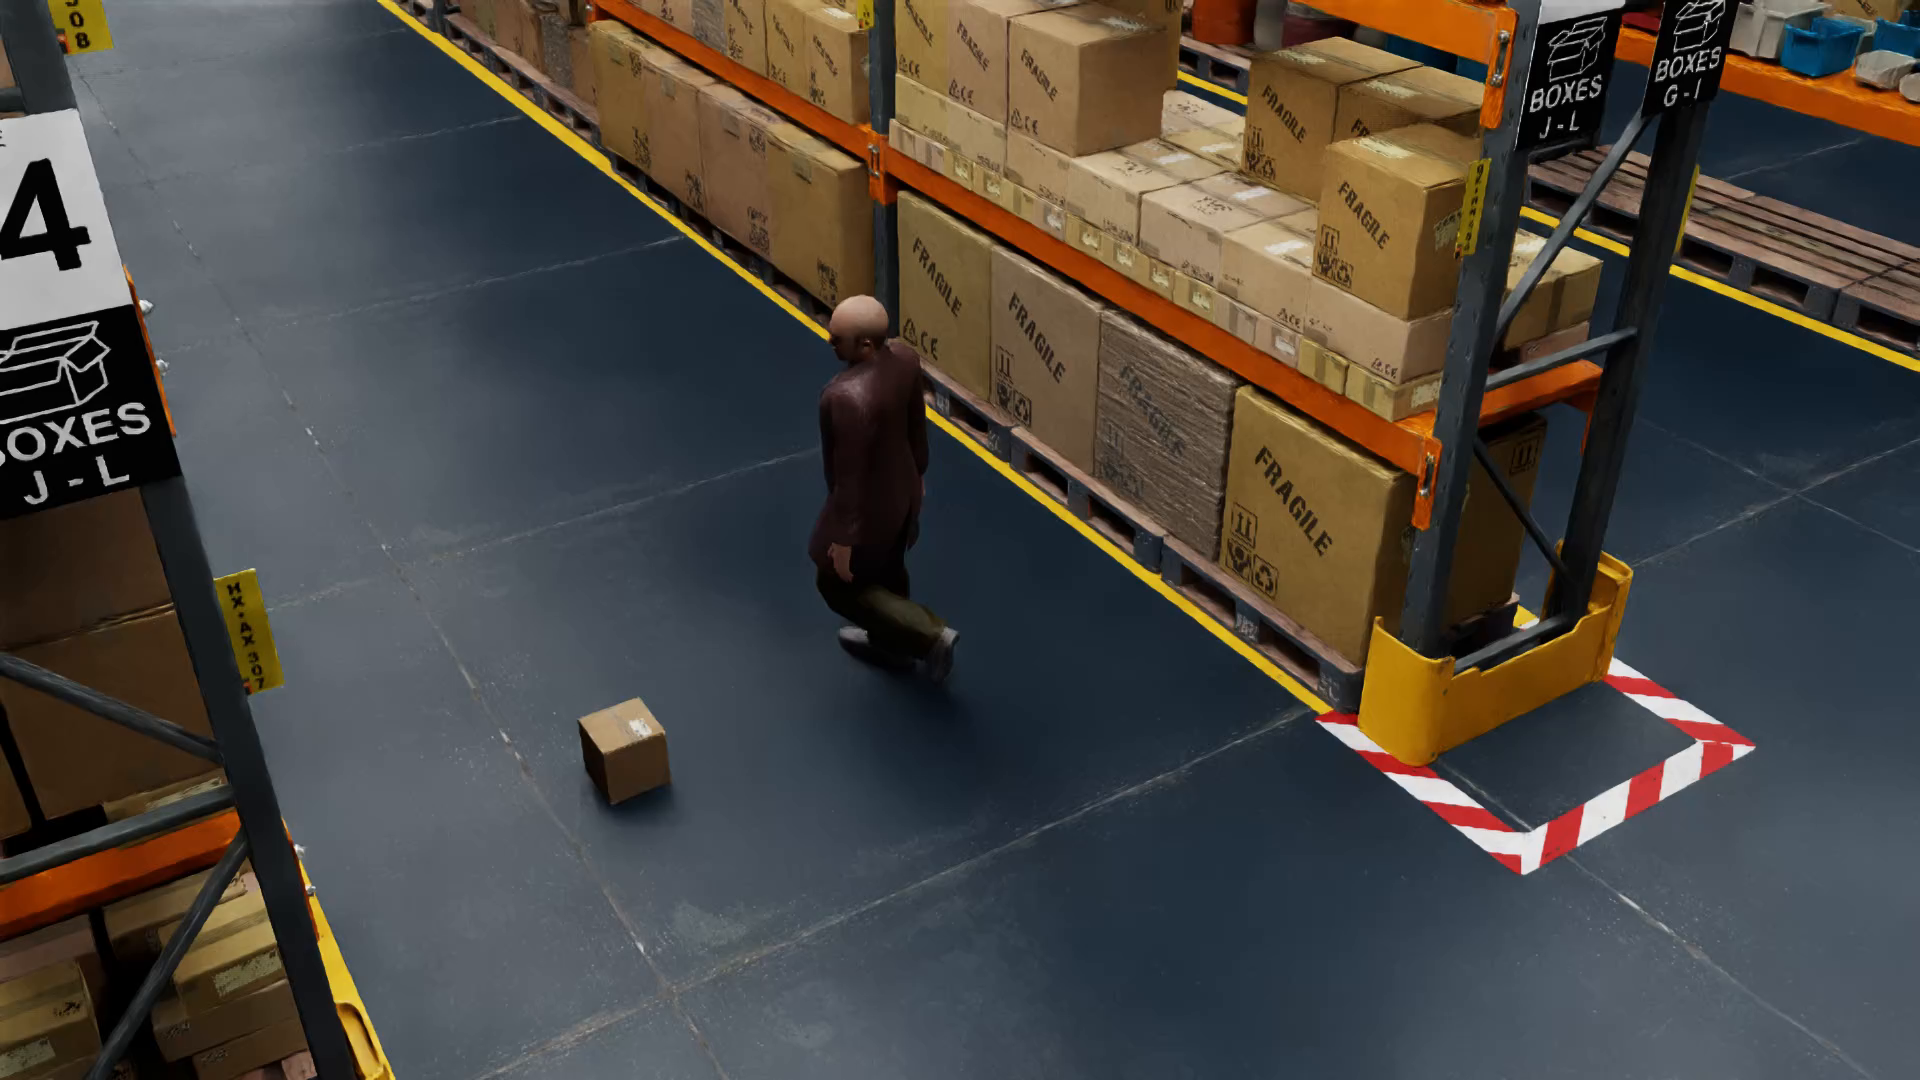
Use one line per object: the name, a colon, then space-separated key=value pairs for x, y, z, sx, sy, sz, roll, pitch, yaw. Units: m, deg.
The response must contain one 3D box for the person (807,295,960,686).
person: x=-0.301 y=-0.140 z=6.358 sx=0.657 sy=1.758 sz=0.685 roll=12 pitch=34 yaw=19
